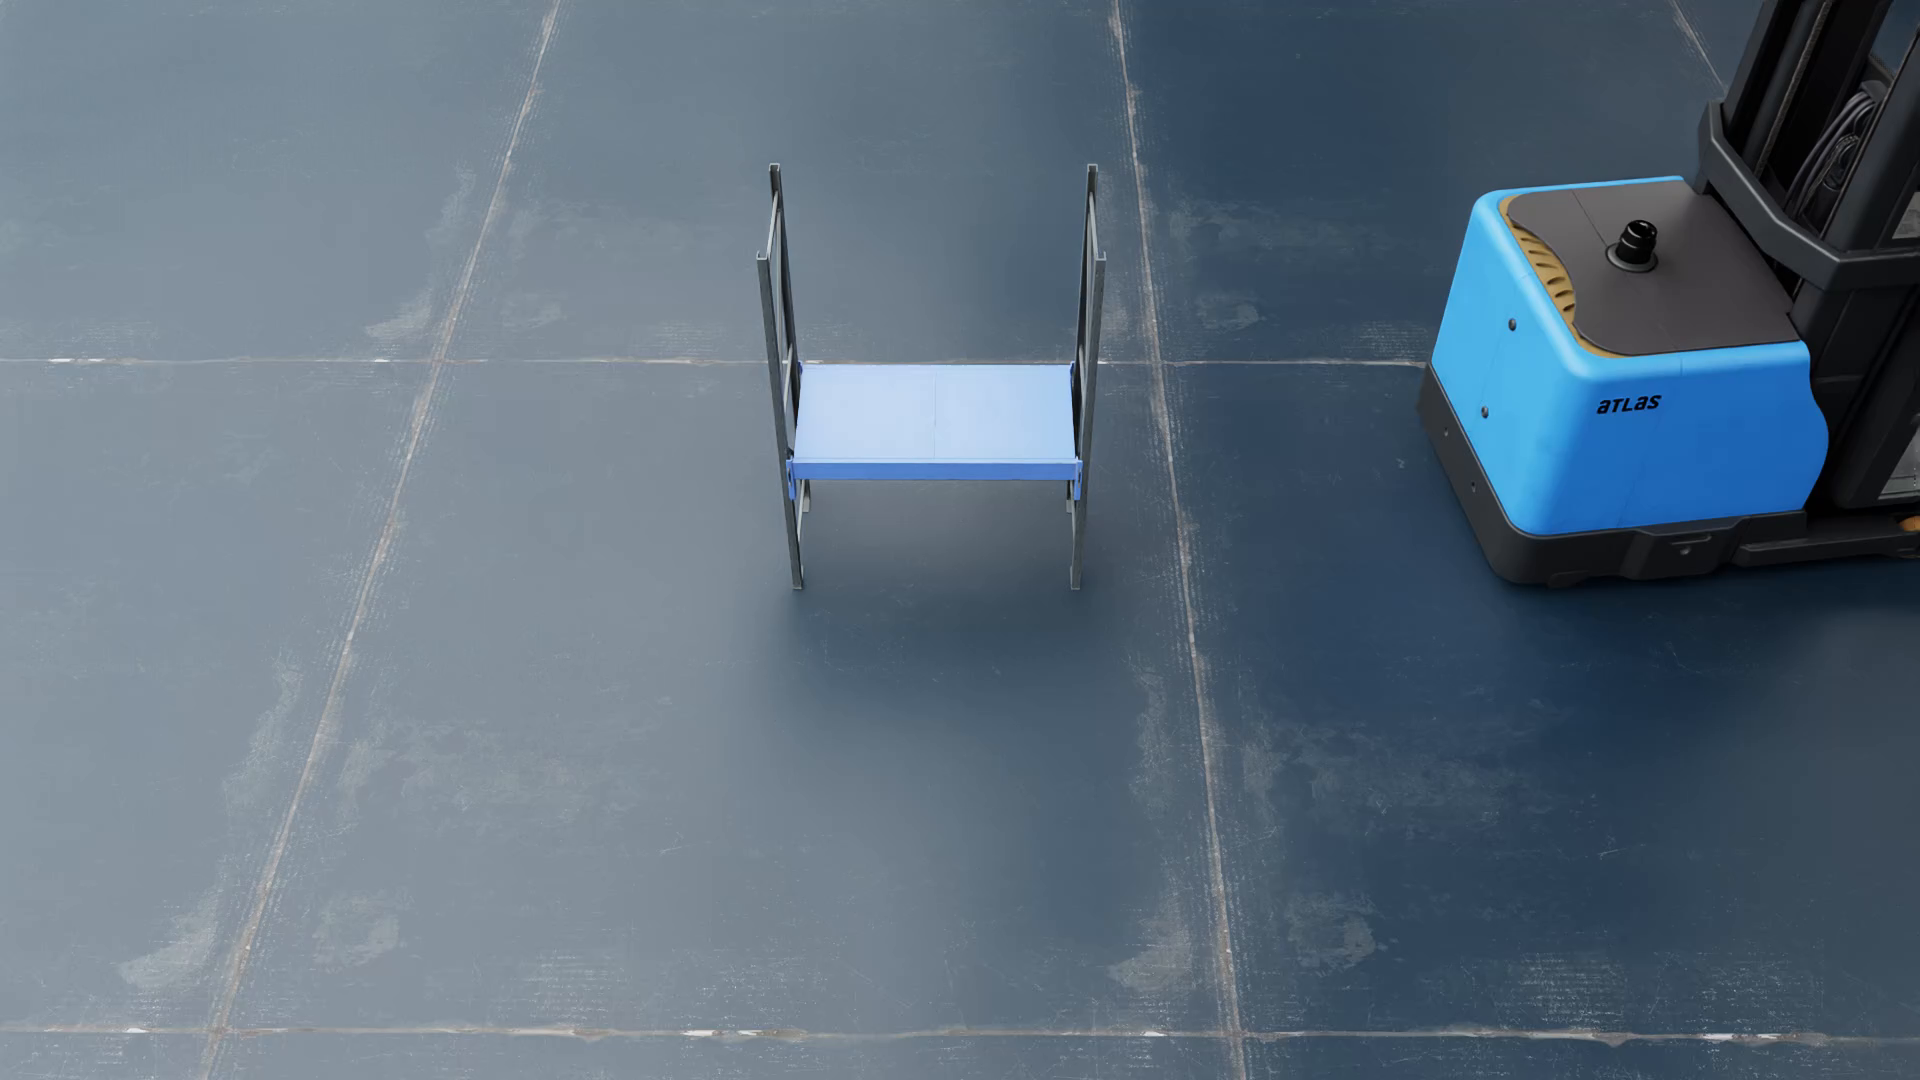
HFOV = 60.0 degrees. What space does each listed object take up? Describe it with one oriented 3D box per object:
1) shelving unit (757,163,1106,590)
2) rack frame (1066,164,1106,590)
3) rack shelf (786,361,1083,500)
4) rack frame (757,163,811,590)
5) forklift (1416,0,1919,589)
[{"bbox_3d":[-0.085,-0.511,5.701,1.048,1.500,0.538,0,47,0],"label":"shelving unit"},{"bbox_3d":[0.423,-0.510,5.700,0.032,1.500,0.500,0,47,0],"label":"rack frame"},{"bbox_3d":[-0.085,-0.389,5.833,1.000,0.185,0.538,0,47,0],"label":"rack shelf"},{"bbox_3d":[-0.594,-0.513,5.703,0.032,1.500,0.500,0,47,0],"label":"rack frame"},{"bbox_3d":[3.379,-1.310,5.467,3.031,2.935,1.130,-6,47,-5],"label":"forklift"}]
